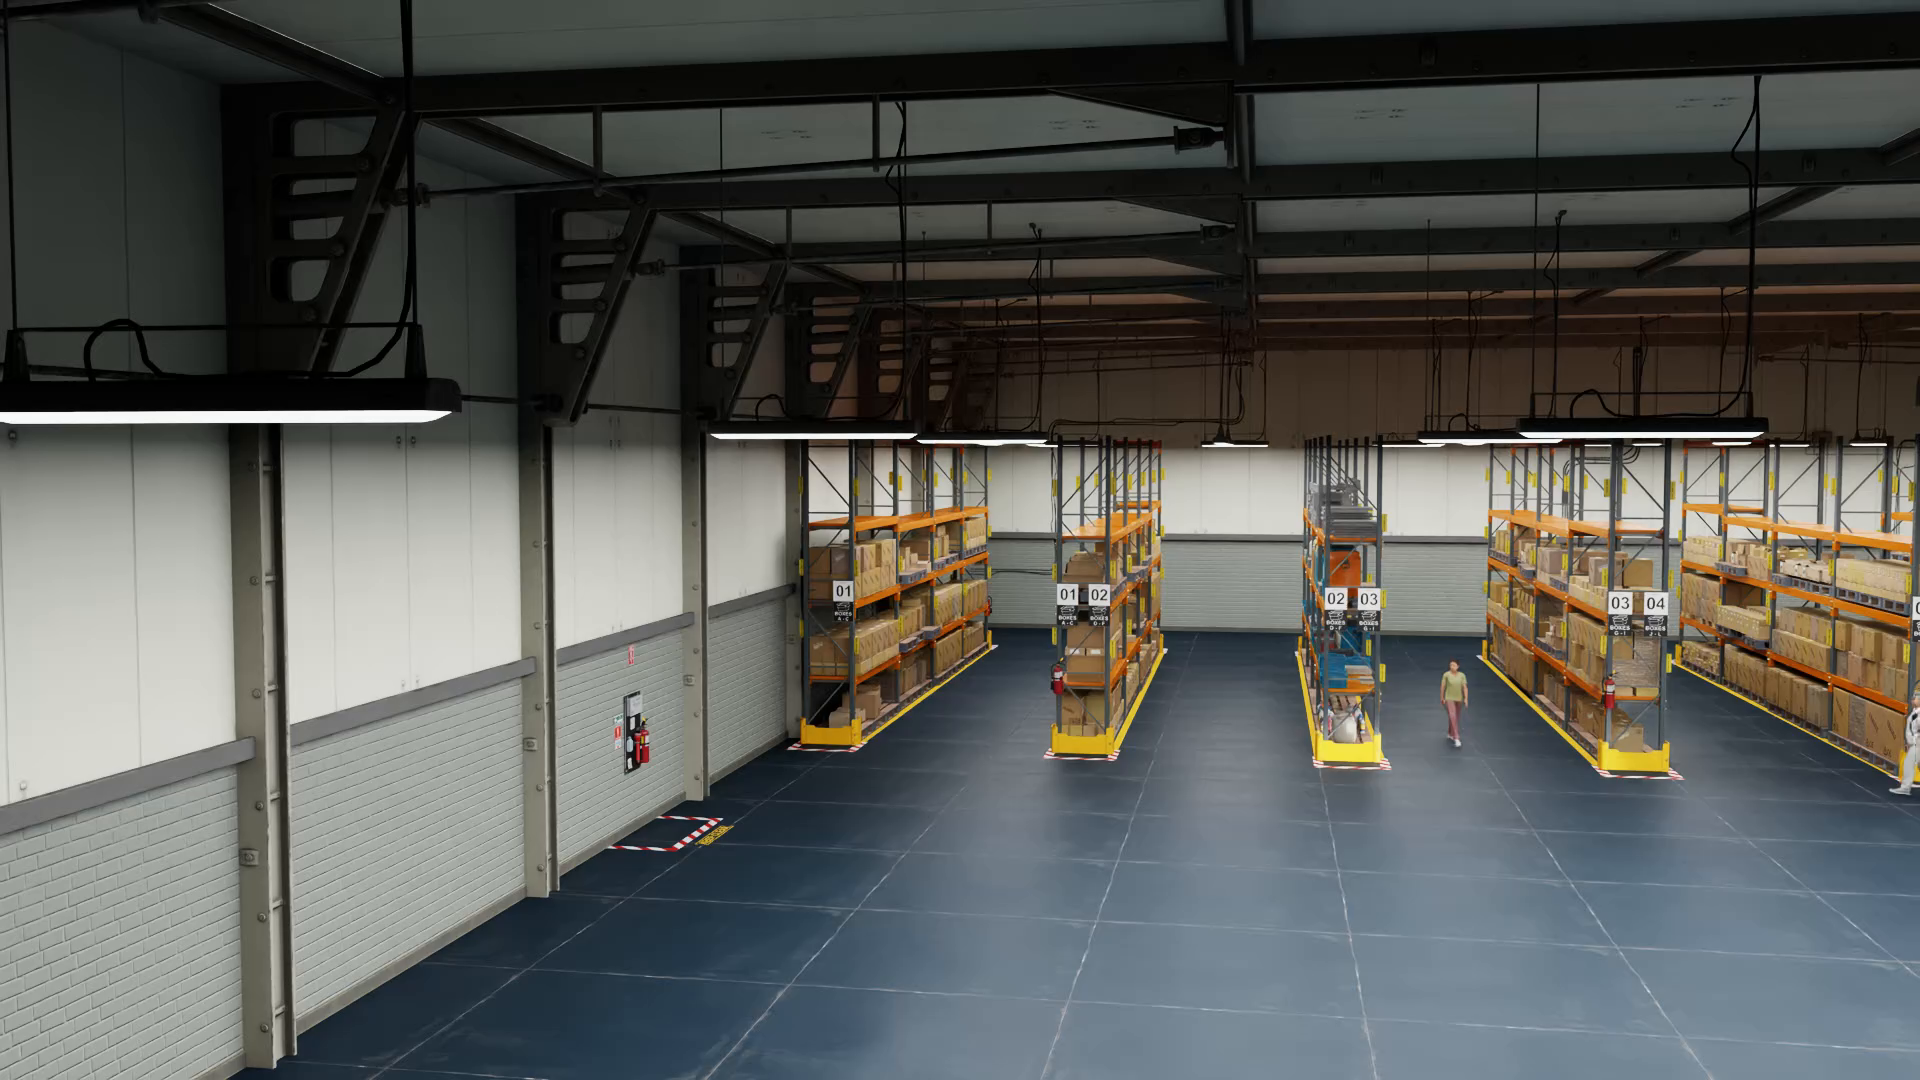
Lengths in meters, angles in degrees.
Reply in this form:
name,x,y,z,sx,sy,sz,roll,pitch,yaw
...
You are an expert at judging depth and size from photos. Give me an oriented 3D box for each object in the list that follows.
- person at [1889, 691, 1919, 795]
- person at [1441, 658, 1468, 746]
name,x,y,z,sx,sy,sz,roll,pitch,yaw
person,15.932,3.357,27.525,1.019,1.726,0.539,1,3,11
person,9.651,3.125,32.395,0.474,1.636,0.869,0,3,-2
